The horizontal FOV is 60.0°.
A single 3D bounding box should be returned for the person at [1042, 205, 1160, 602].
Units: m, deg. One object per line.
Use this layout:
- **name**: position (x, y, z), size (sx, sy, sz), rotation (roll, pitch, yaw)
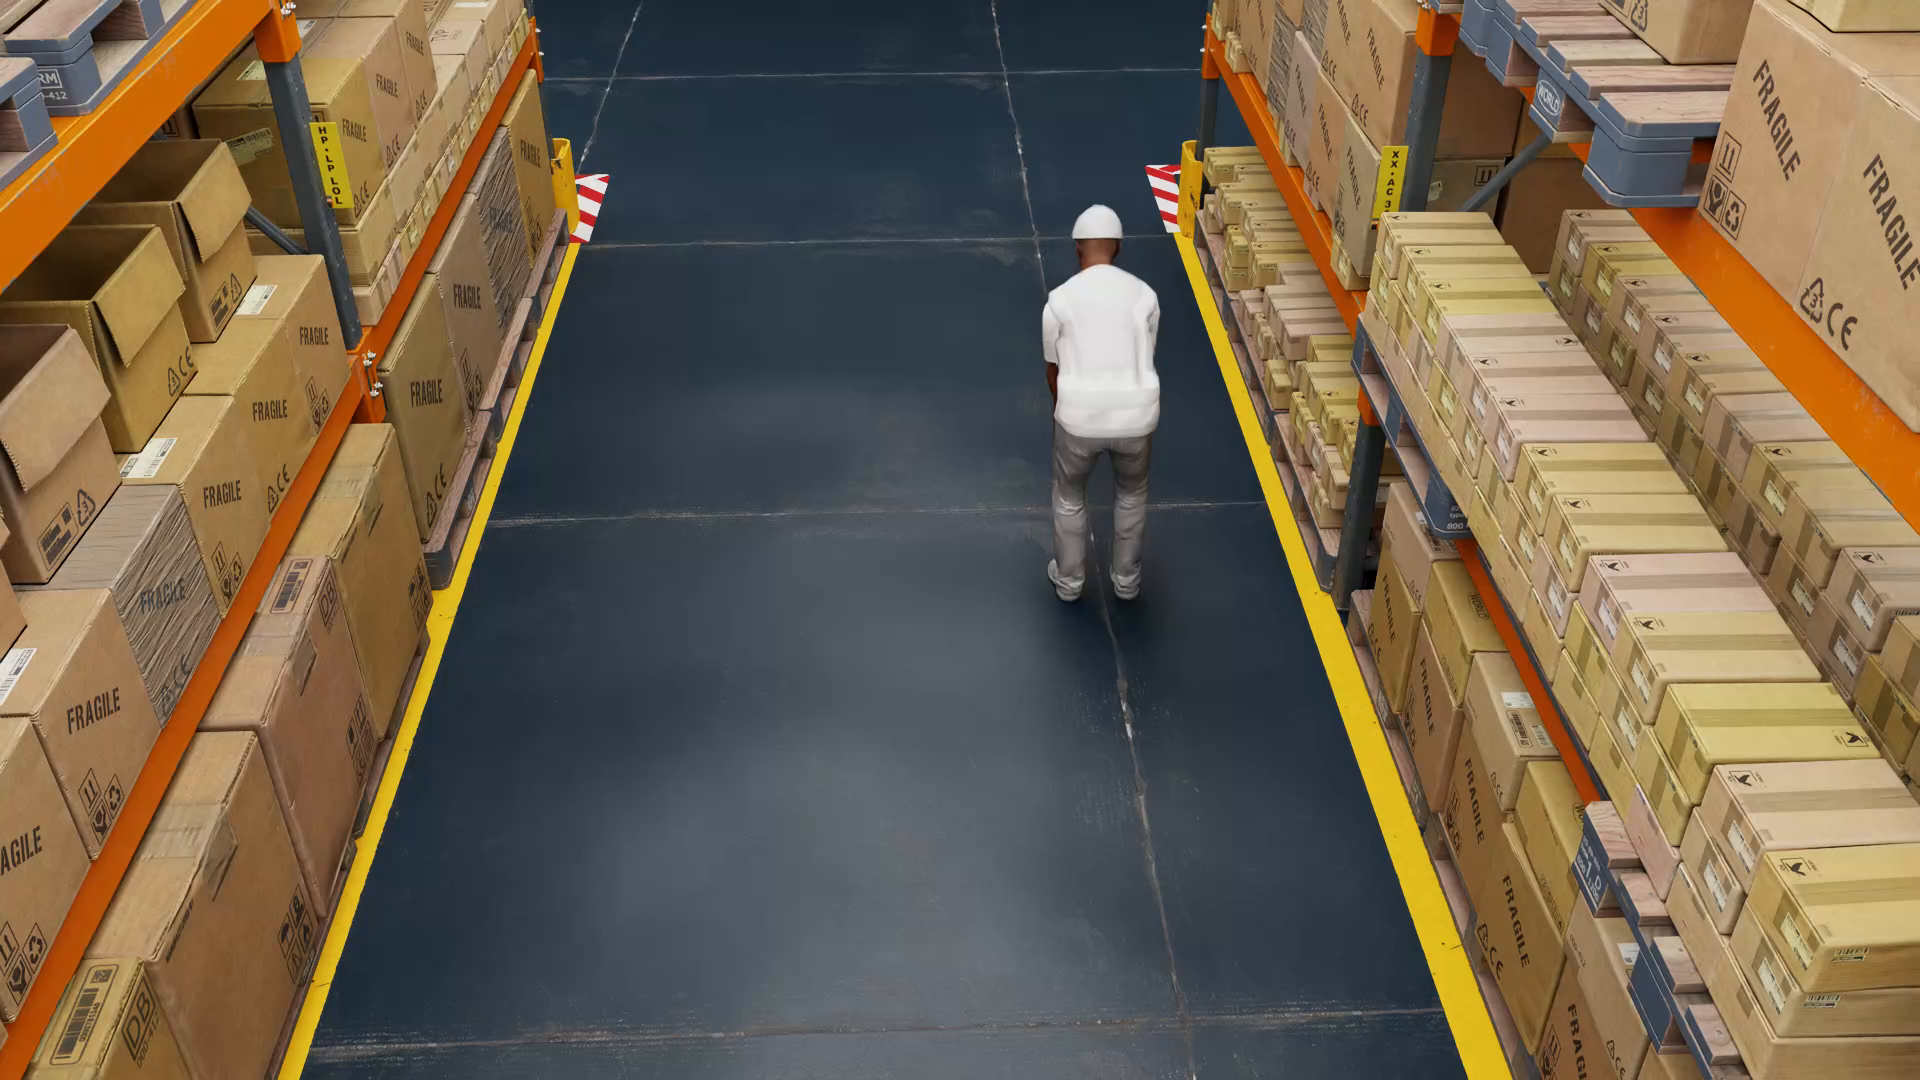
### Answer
- **person**: position (0.577, -0.558, 7.014), size (0.483, 1.656, 0.695), rotation (-2, 35, -3)
